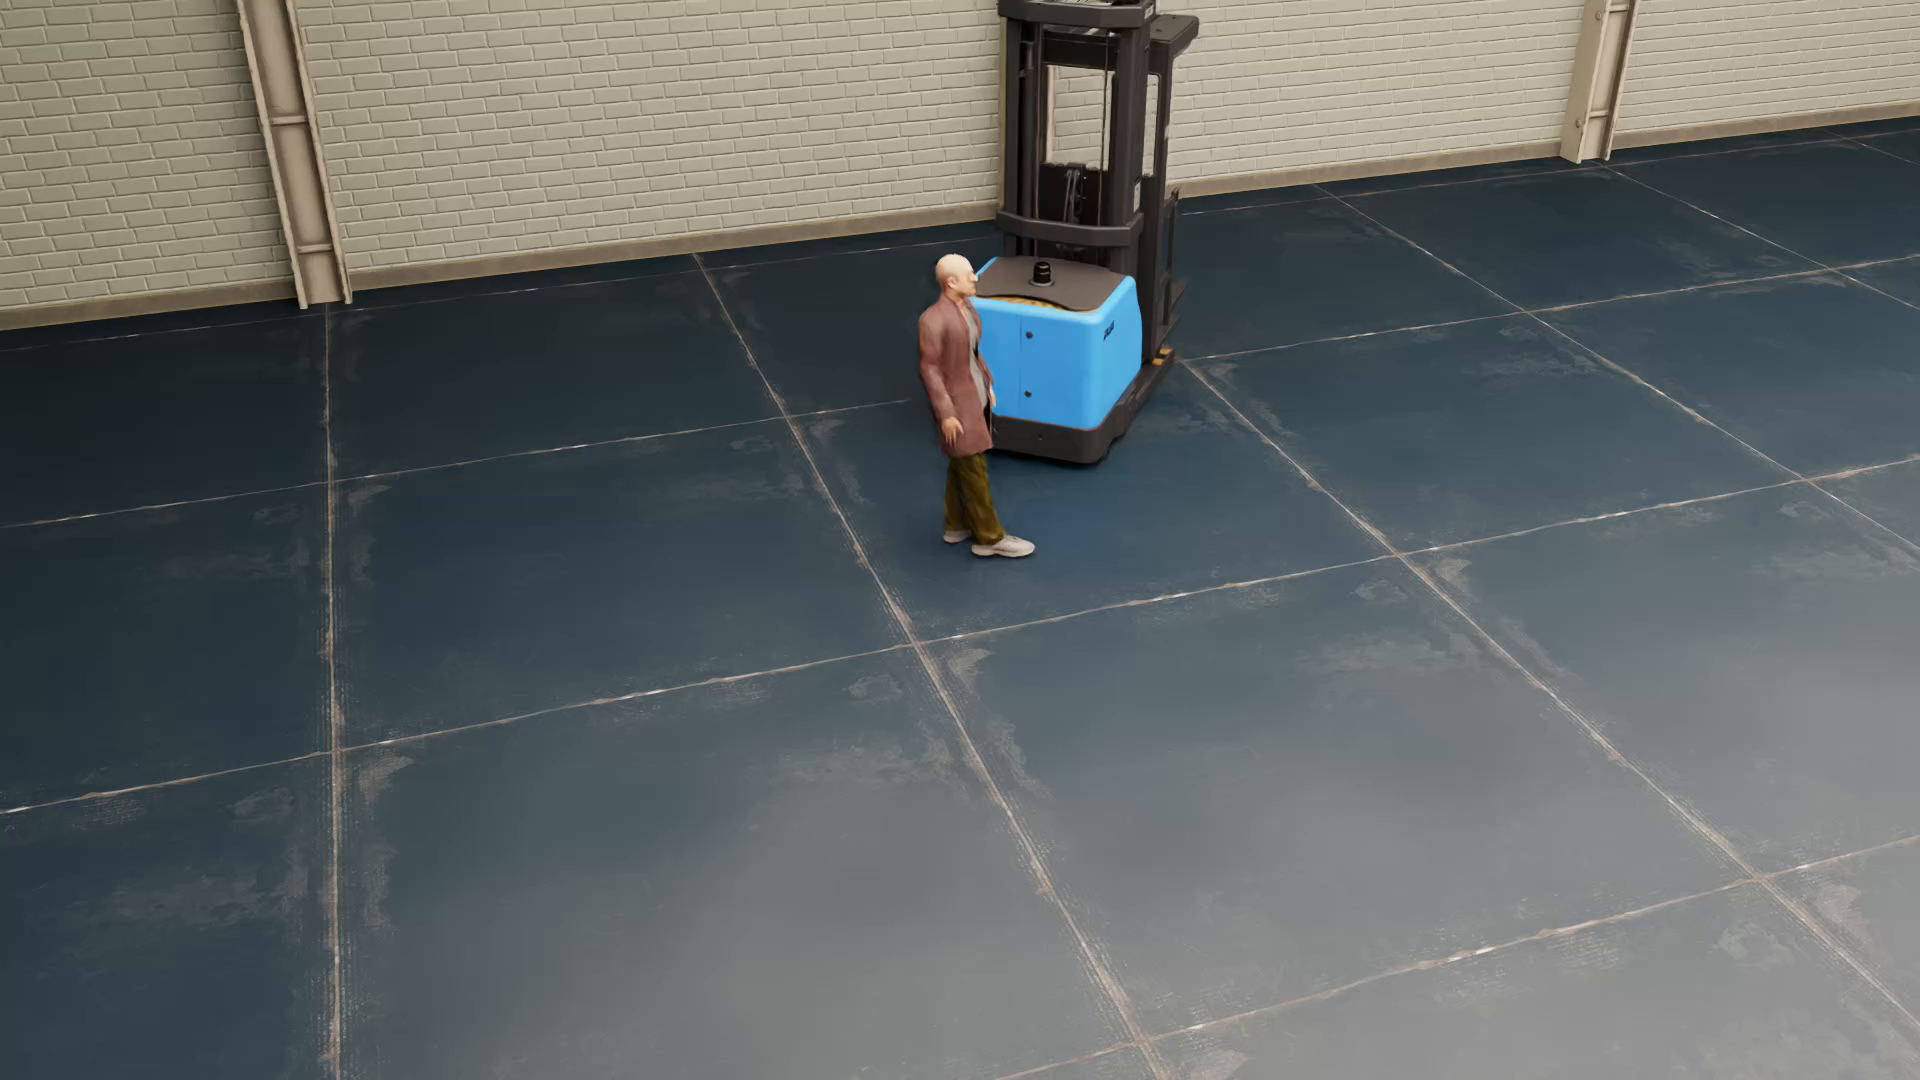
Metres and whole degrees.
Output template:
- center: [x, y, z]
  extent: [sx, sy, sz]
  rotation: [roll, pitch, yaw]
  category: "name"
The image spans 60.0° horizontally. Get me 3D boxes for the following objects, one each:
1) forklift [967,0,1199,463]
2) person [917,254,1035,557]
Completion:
- center: [0.934, -2.486, 11.407]
  extent: [1.130, 2.935, 3.031]
  rotation: [11, 32, 19]
  category: "forklift"
- center: [0.137, -0.751, 9.536]
  extent: [0.671, 1.776, 0.700]
  rotation: [11, 32, 18]
  category: "person"
